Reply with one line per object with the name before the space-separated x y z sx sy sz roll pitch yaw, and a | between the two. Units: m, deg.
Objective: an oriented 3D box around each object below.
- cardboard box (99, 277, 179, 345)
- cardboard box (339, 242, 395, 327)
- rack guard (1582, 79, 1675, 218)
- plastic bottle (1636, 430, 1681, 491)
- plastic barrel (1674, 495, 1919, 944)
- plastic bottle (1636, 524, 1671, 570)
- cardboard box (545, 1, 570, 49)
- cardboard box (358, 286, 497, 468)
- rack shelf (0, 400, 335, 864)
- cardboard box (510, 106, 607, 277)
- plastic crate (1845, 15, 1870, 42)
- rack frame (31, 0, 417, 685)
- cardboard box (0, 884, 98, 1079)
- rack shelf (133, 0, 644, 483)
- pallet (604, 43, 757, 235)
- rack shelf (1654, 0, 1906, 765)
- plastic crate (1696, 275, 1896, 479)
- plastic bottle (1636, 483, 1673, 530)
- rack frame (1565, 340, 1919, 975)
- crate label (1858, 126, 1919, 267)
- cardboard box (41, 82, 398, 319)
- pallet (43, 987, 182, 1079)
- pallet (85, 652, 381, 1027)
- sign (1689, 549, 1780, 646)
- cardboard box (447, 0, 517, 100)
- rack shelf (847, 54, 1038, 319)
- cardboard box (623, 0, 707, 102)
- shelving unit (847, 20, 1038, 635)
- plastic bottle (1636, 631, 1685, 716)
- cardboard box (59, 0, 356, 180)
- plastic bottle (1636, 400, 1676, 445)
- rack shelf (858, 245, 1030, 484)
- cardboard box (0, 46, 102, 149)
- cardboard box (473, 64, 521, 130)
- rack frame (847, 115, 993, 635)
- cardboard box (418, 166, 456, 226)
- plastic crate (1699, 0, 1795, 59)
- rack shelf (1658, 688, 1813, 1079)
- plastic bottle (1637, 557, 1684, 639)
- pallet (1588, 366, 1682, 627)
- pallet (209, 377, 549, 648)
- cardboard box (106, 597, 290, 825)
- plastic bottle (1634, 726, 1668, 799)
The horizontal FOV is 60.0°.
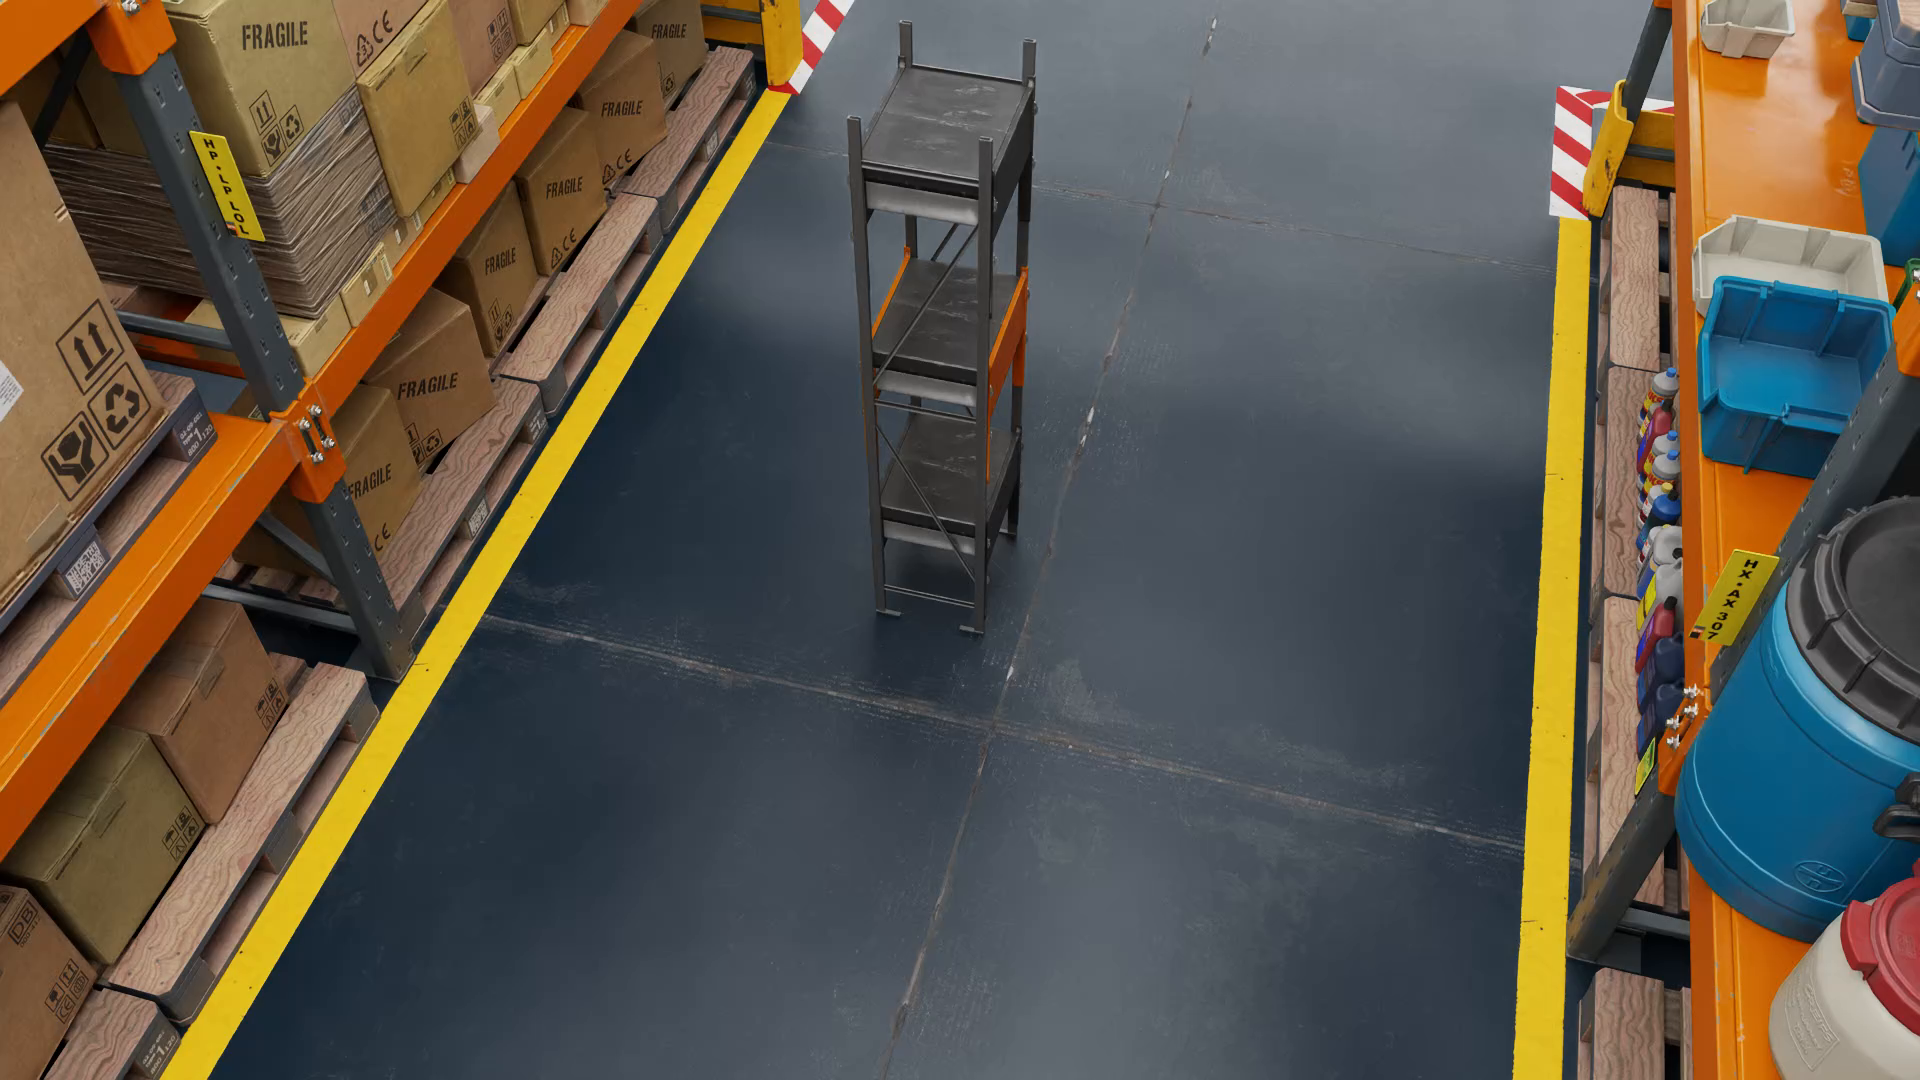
cardboard box | -2.646 -0.760 5.088 0.380 0.149 0.250 12 50 10
cardboard box | -1.994 -0.821 5.142 0.380 0.149 0.250 12 50 10
rack guard | 3.438 -1.654 7.377 1.175 0.500 0.348 12 50 10
plastic bottle | 2.544 -0.291 6.032 0.097 0.271 0.097 0 49 0
plastic barrel | 1.966 0.401 3.561 0.600 0.901 0.708 12 50 10
plastic bottle | 2.438 0.025 5.800 0.097 0.201 0.097 0 49 0
cardboard box | -1.668 -1.920 6.112 0.380 0.149 0.250 12 50 10
cardboard box | -2.132 -0.639 6.200 0.500 0.500 0.500 27 54 22
rack shelf | -2.945 1.055 3.798 1.077 0.370 4.000 12 50 10
cardboard box | -1.854 -1.498 6.959 0.500 0.500 0.500 16 50 14
plastic crate | 3.569 -2.075 6.180 0.499 0.251 0.616 12 50 10
rack frame | -2.419 -0.630 4.805 1.000 3.000 0.127 12 50 10
cardboard box | -2.892 1.238 4.531 0.700 0.500 0.500 8 49 7
rack shelf | -1.892 -1.838 6.352 1.077 0.370 4.000 12 50 10
pallet | -1.634 -1.965 7.843 1.003 0.211 1.213 12 50 10
rack shelf | 2.886 -0.861 5.489 1.077 0.370 4.000 12 50 10
plastic crate | 2.389 -0.457 4.752 0.499 0.251 0.616 12 50 10
plastic bottle | 2.492 -0.123 5.931 0.097 0.201 0.097 0 49 0
rack frame | 2.360 0.348 3.943 1.000 3.000 0.127 12 50 10
crate label | 3.189 -1.173 5.261 0.502 0.435 0.616 12 50 10
cardboard box | -2.241 -1.075 4.933 0.875 0.500 0.500 12 50 10
pallet | -2.941 1.742 4.572 1.003 0.211 1.213 12 50 10
pallet | -2.622 0.856 5.353 1.003 0.211 1.213 12 50 10
sign | 1.832 0.139 3.942 0.100 0.325 0.005 12 50 10
cardboard box | -2.041 -1.811 5.583 0.875 0.500 0.500 12 50 10
rack shelf | -0.044 -1.029 4.842 0.431 0.518 0.480 12 50 10
cardboard box | -1.547 -2.387 7.743 0.500 0.500 0.500 20 52 17
shelving unit | -0.044 -0.575 5.357 0.431 2.100 0.503 12 50 10
plastic bottle | 2.301 0.417 5.355 0.144 0.351 0.185 9 49 8
cardboard box | -2.055 -1.368 4.524 0.500 0.500 0.500 12 50 10
plastic bottle | 2.607 -0.441 6.211 0.097 0.201 0.097 0 49 0
rack shelf | -0.044 -0.566 5.367 0.431 0.518 0.480 12 50 10
cardboard box | -2.566 -1.472 4.617 0.500 0.500 0.500 12 50 10
cardboard box | -1.767 -1.552 5.787 0.380 0.149 0.250 12 50 10
rack frame | -0.108 -0.399 5.201 0.400 2.100 0.015 12 50 10
cardboard box | -1.898 -1.190 5.467 0.380 0.149 0.250 12 50 10
plastic crate | 2.866 -1.875 6.080 0.298 0.136 0.250 12 50 10
rack shelf | 1.833 2.032 2.936 1.077 0.370 4.000 12 50 10
plastic bottle | 2.386 0.183 5.561 0.144 0.351 0.185 11 50 10
pallet | 2.896 -0.093 6.191 1.003 0.211 1.213 12 50 10
pallet | -2.276 -0.200 6.286 1.003 0.211 1.213 12 50 10
cardboard box | -2.601 0.492 5.189 0.700 0.500 0.500 8 49 7
plastic bottle | 2.168 0.688 5.161 0.061 0.283 0.133 14 50 12
